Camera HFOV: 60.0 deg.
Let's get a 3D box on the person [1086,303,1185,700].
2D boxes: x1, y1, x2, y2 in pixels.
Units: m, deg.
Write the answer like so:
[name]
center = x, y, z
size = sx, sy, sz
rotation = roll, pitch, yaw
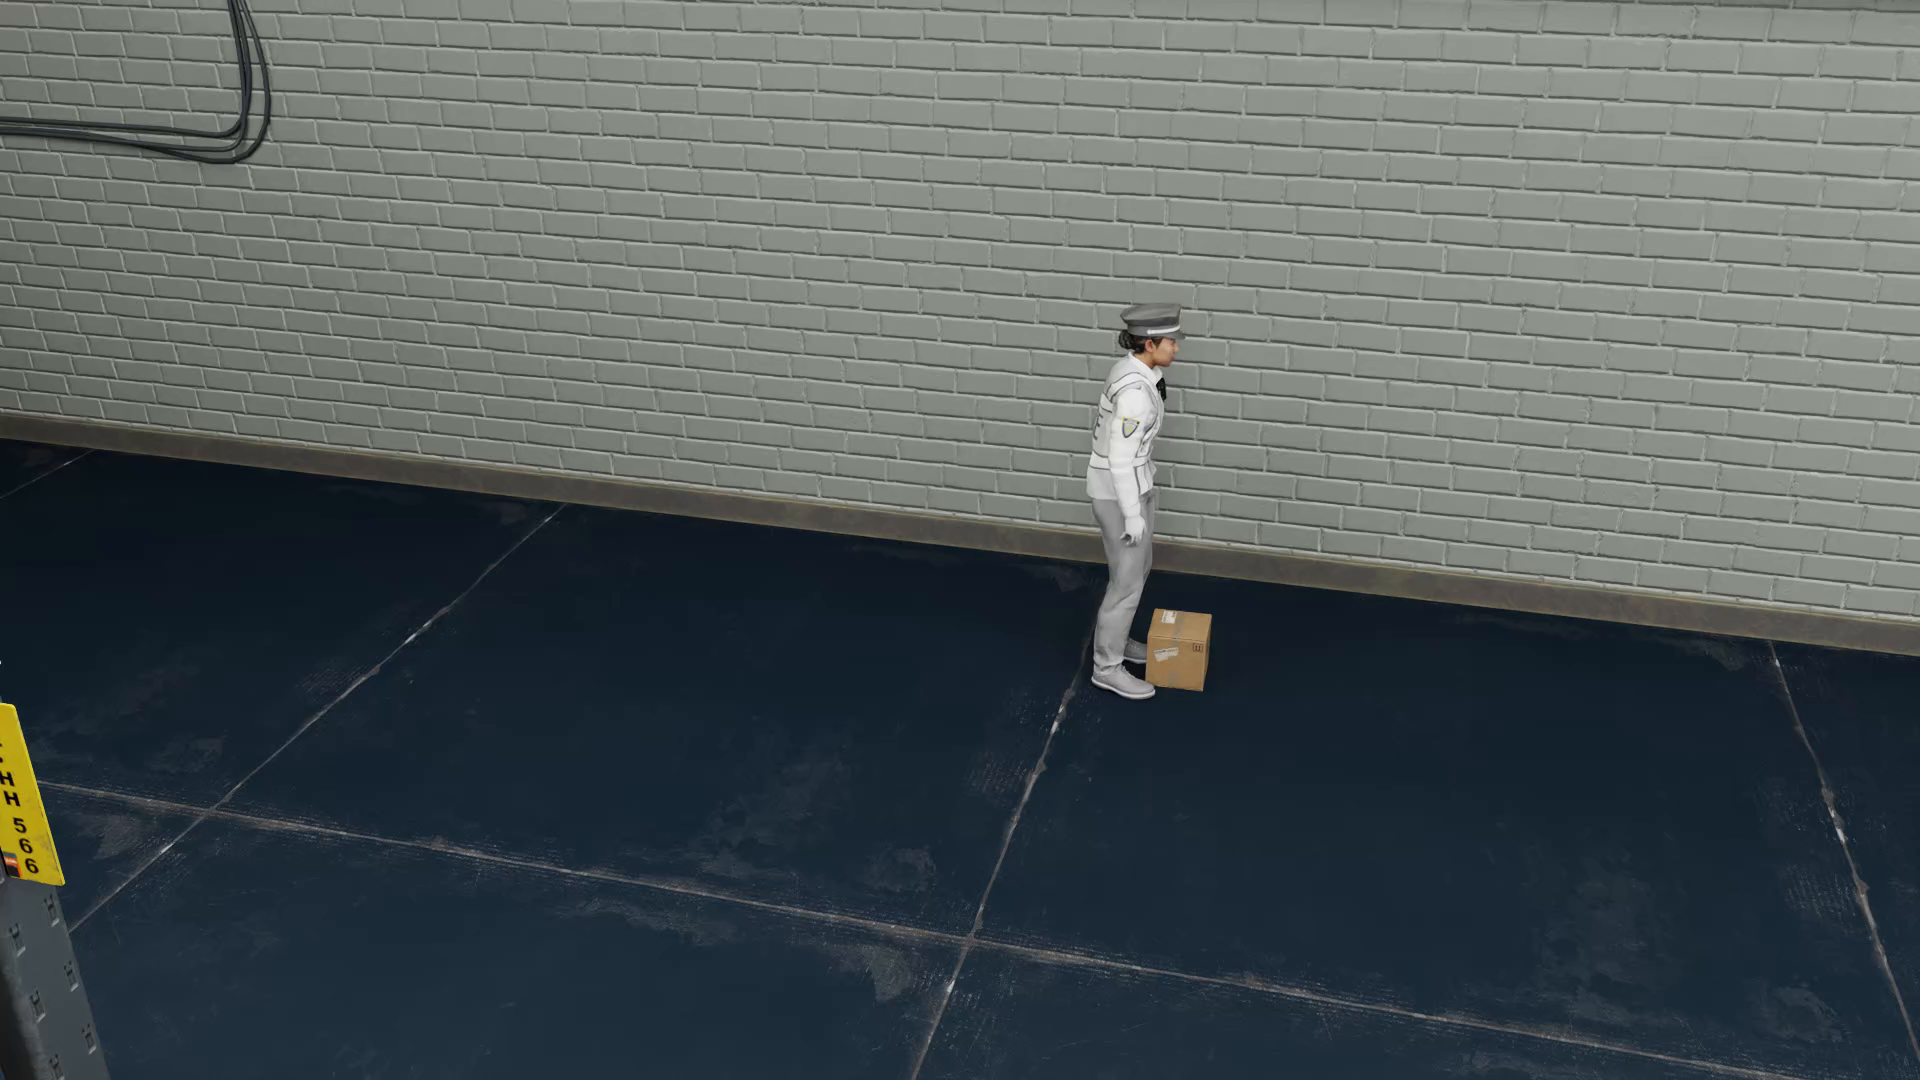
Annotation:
[person]
center = 0.718, -0.187, 6.995
size = 0.373, 1.665, 0.546
rotation = 5, 26, 10
